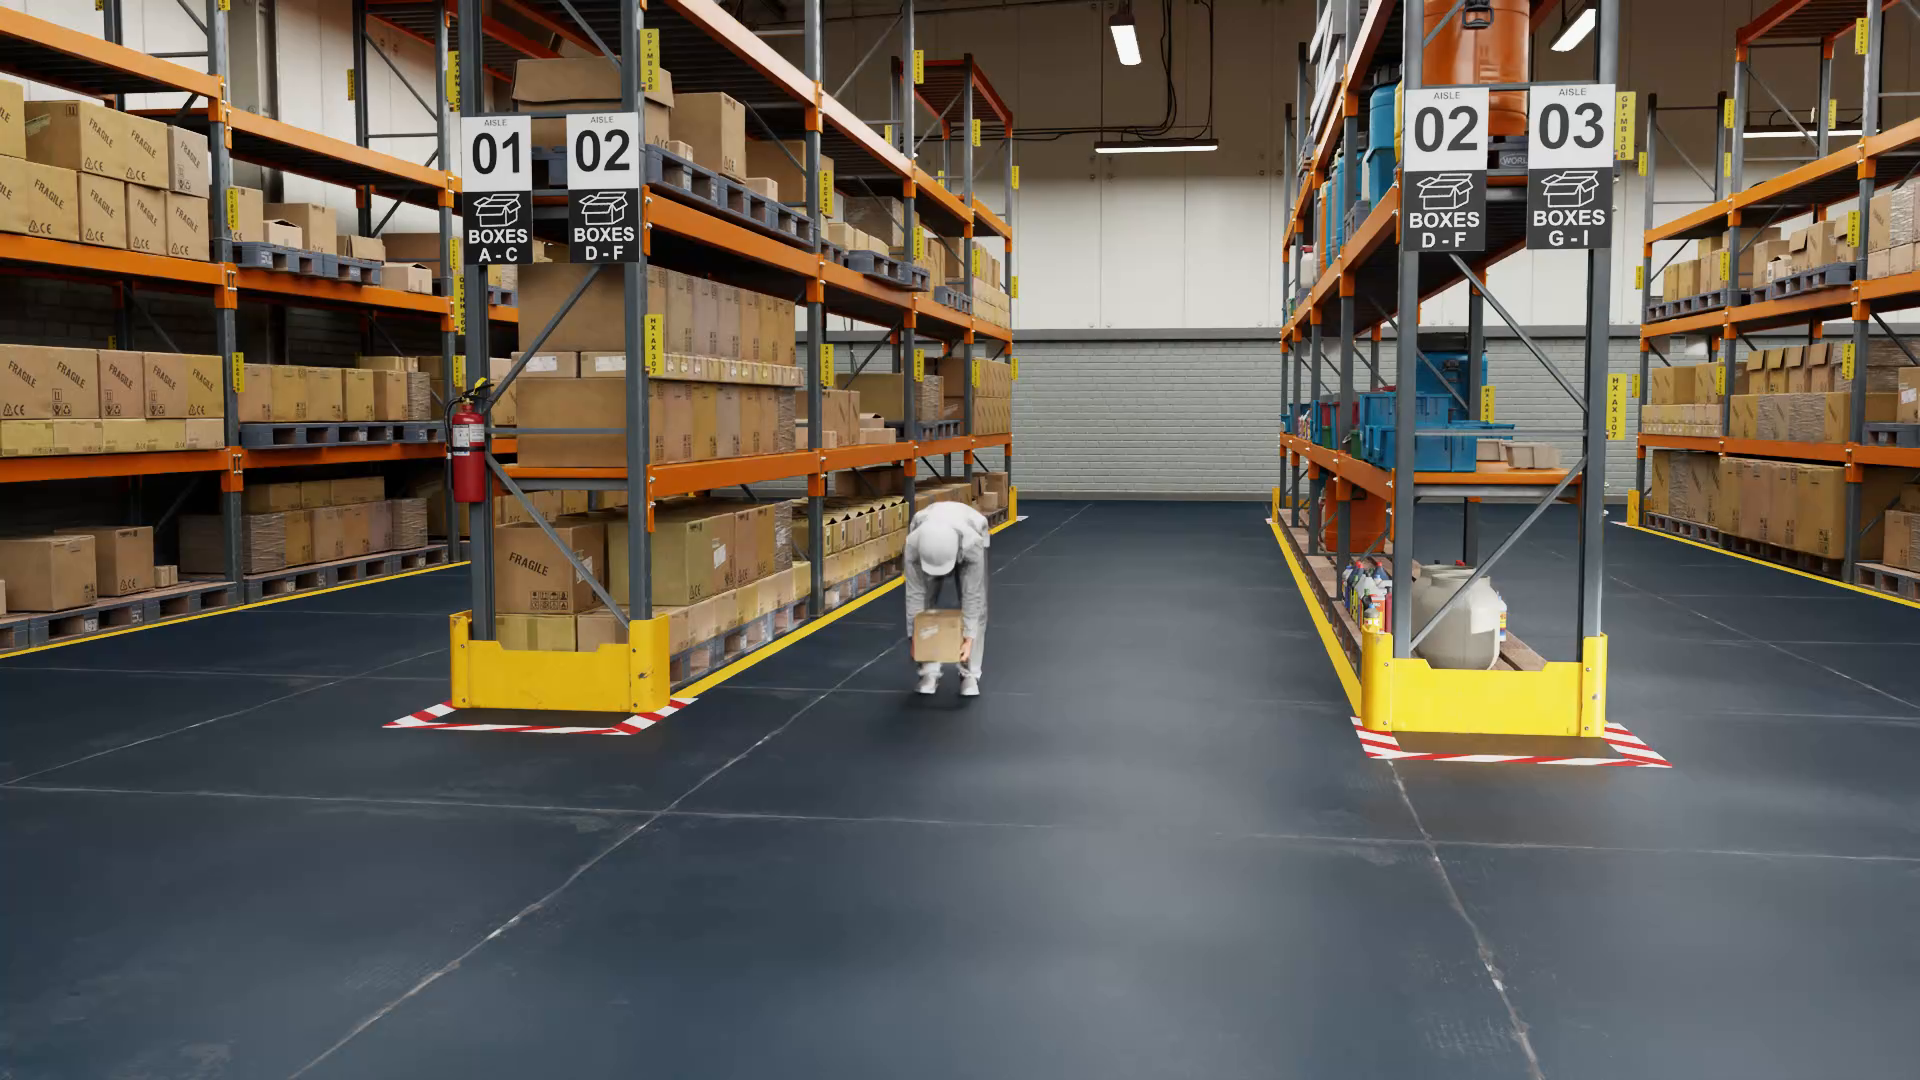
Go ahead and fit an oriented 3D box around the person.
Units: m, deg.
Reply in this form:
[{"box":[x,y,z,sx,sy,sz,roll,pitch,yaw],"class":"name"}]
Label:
[{"box":[-0.039,-0.008,9.565,0.567,1.770,0.475,0,4,6],"class":"person"}]
